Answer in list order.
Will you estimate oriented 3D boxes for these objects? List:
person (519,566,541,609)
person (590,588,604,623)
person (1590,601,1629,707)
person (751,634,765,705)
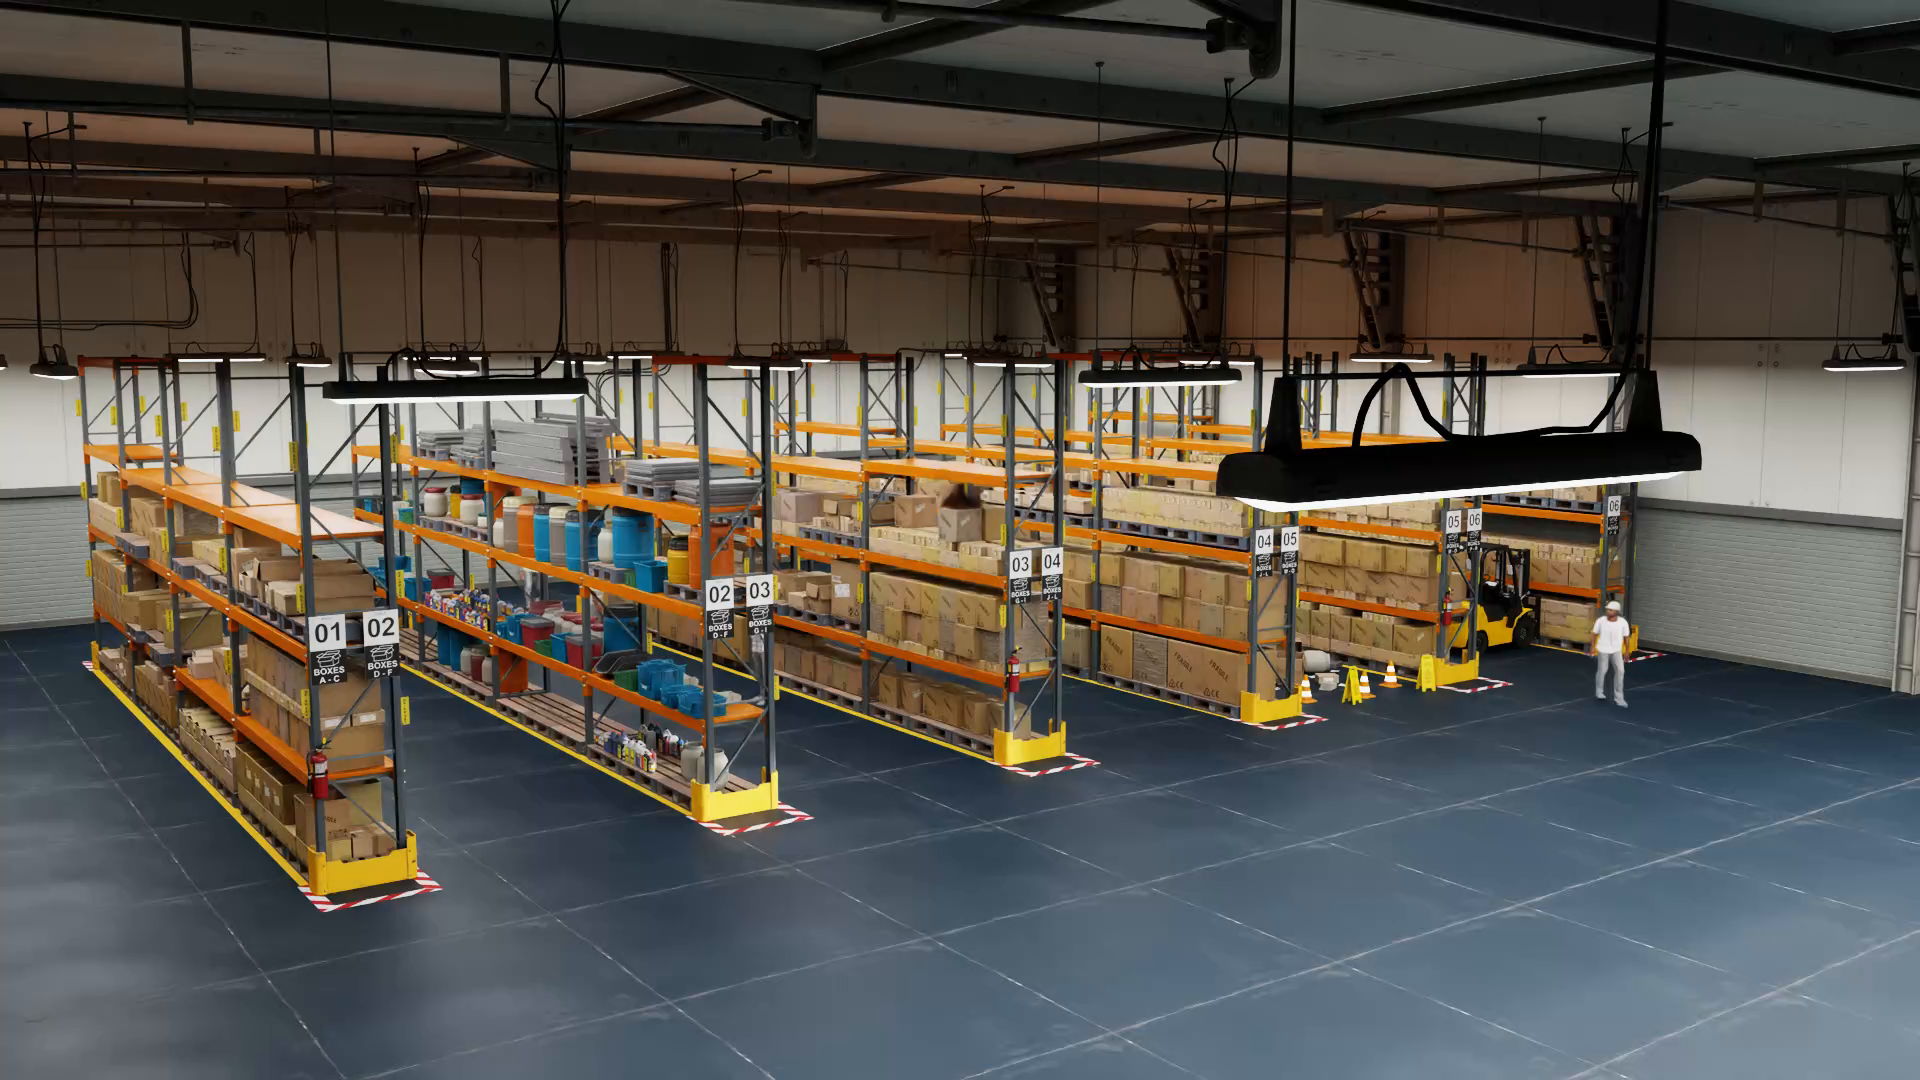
[{"bbox_3d":[-10.057,0.728,39.165,0.654,1.730,0.951,-2,7,-16],"label":"person"},{"bbox_3d":[-7.502,1.336,34.158,0.443,1.785,0.635,-2,7,-19],"label":"person"},{"bbox_3d":[11.318,1.962,28.921,0.679,1.786,0.780,-1,7,-5],"label":"person"},{"bbox_3d":[-3.473,1.990,29.003,0.482,1.710,0.497,5,8,34],"label":"person"}]
